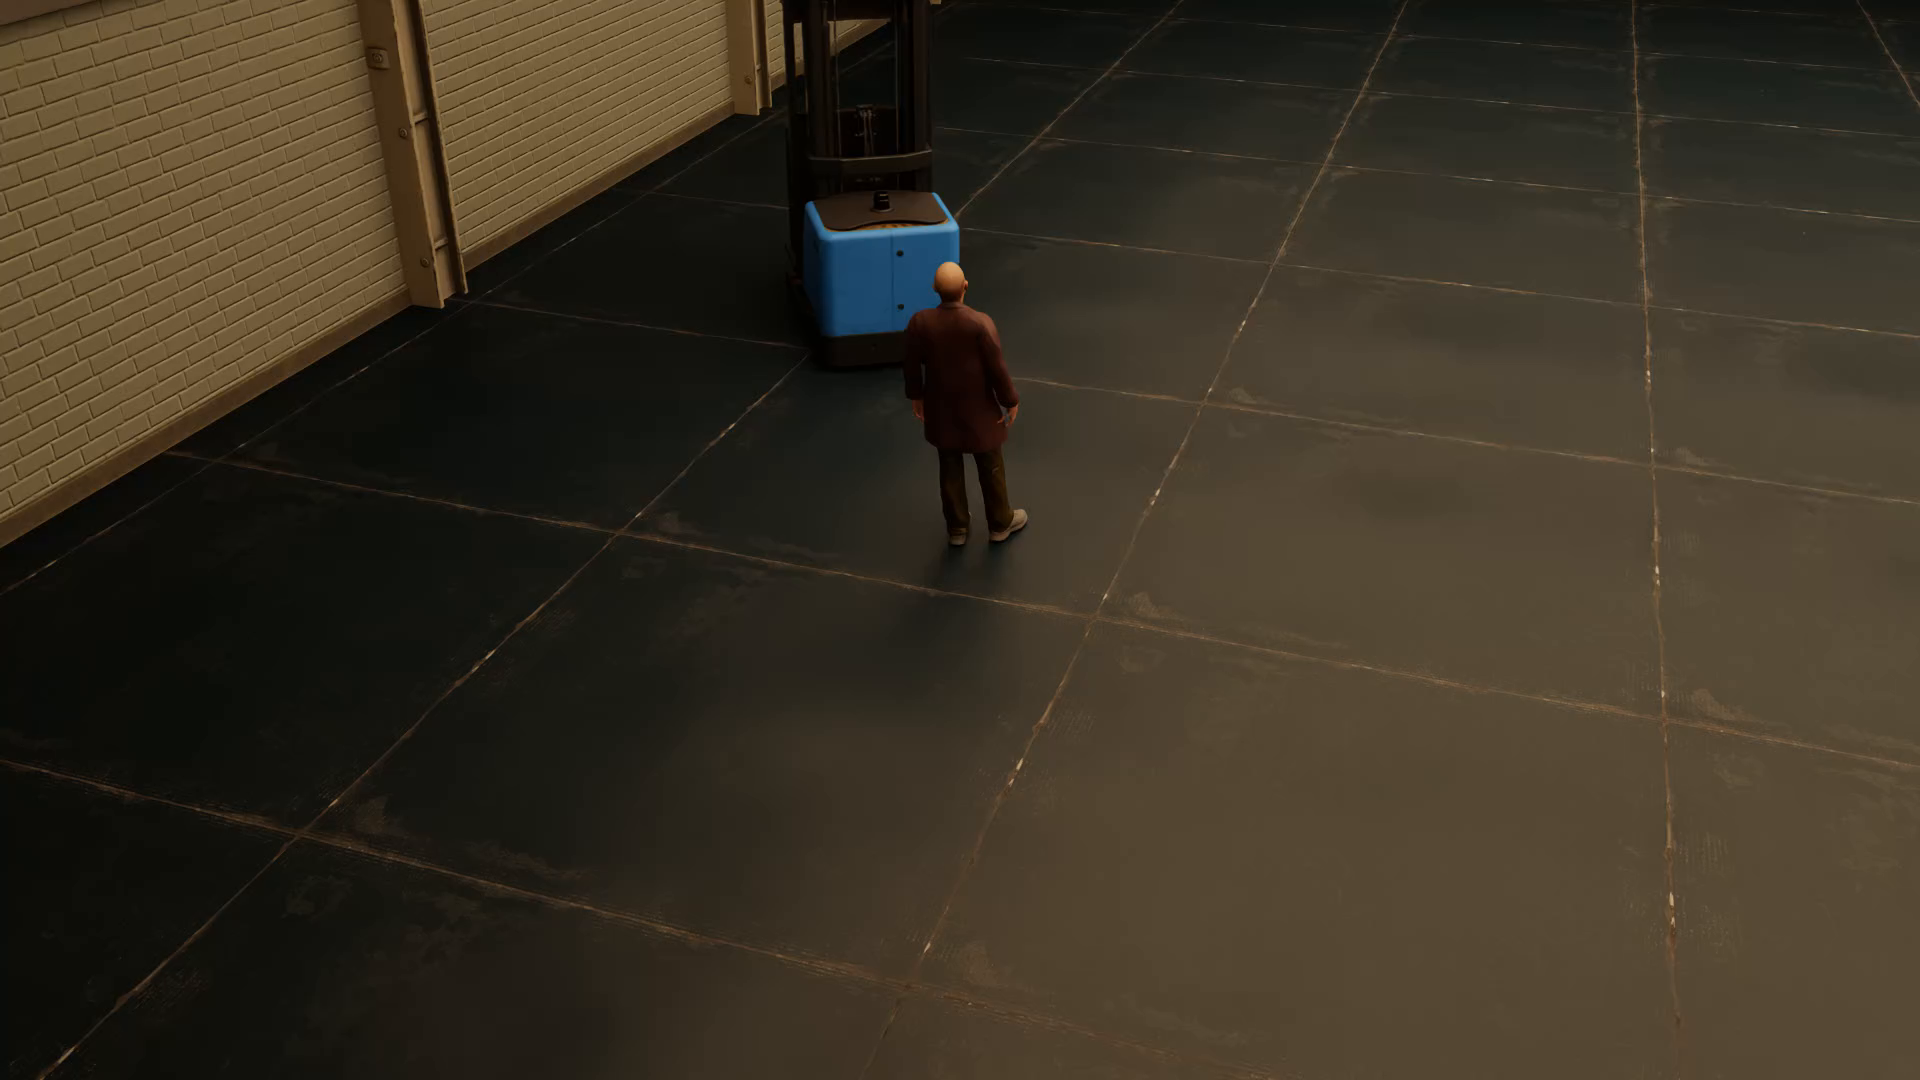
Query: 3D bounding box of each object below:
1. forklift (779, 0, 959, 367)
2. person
[{"bbox_3d":[-0.812,-3.253,12.843,1.130,2.935,3.031,-6,30,-11],"label":"forklift"},{"bbox_3d":[0.033,-0.821,9.727,0.698,1.777,0.579,10,31,16],"label":"person"}]
